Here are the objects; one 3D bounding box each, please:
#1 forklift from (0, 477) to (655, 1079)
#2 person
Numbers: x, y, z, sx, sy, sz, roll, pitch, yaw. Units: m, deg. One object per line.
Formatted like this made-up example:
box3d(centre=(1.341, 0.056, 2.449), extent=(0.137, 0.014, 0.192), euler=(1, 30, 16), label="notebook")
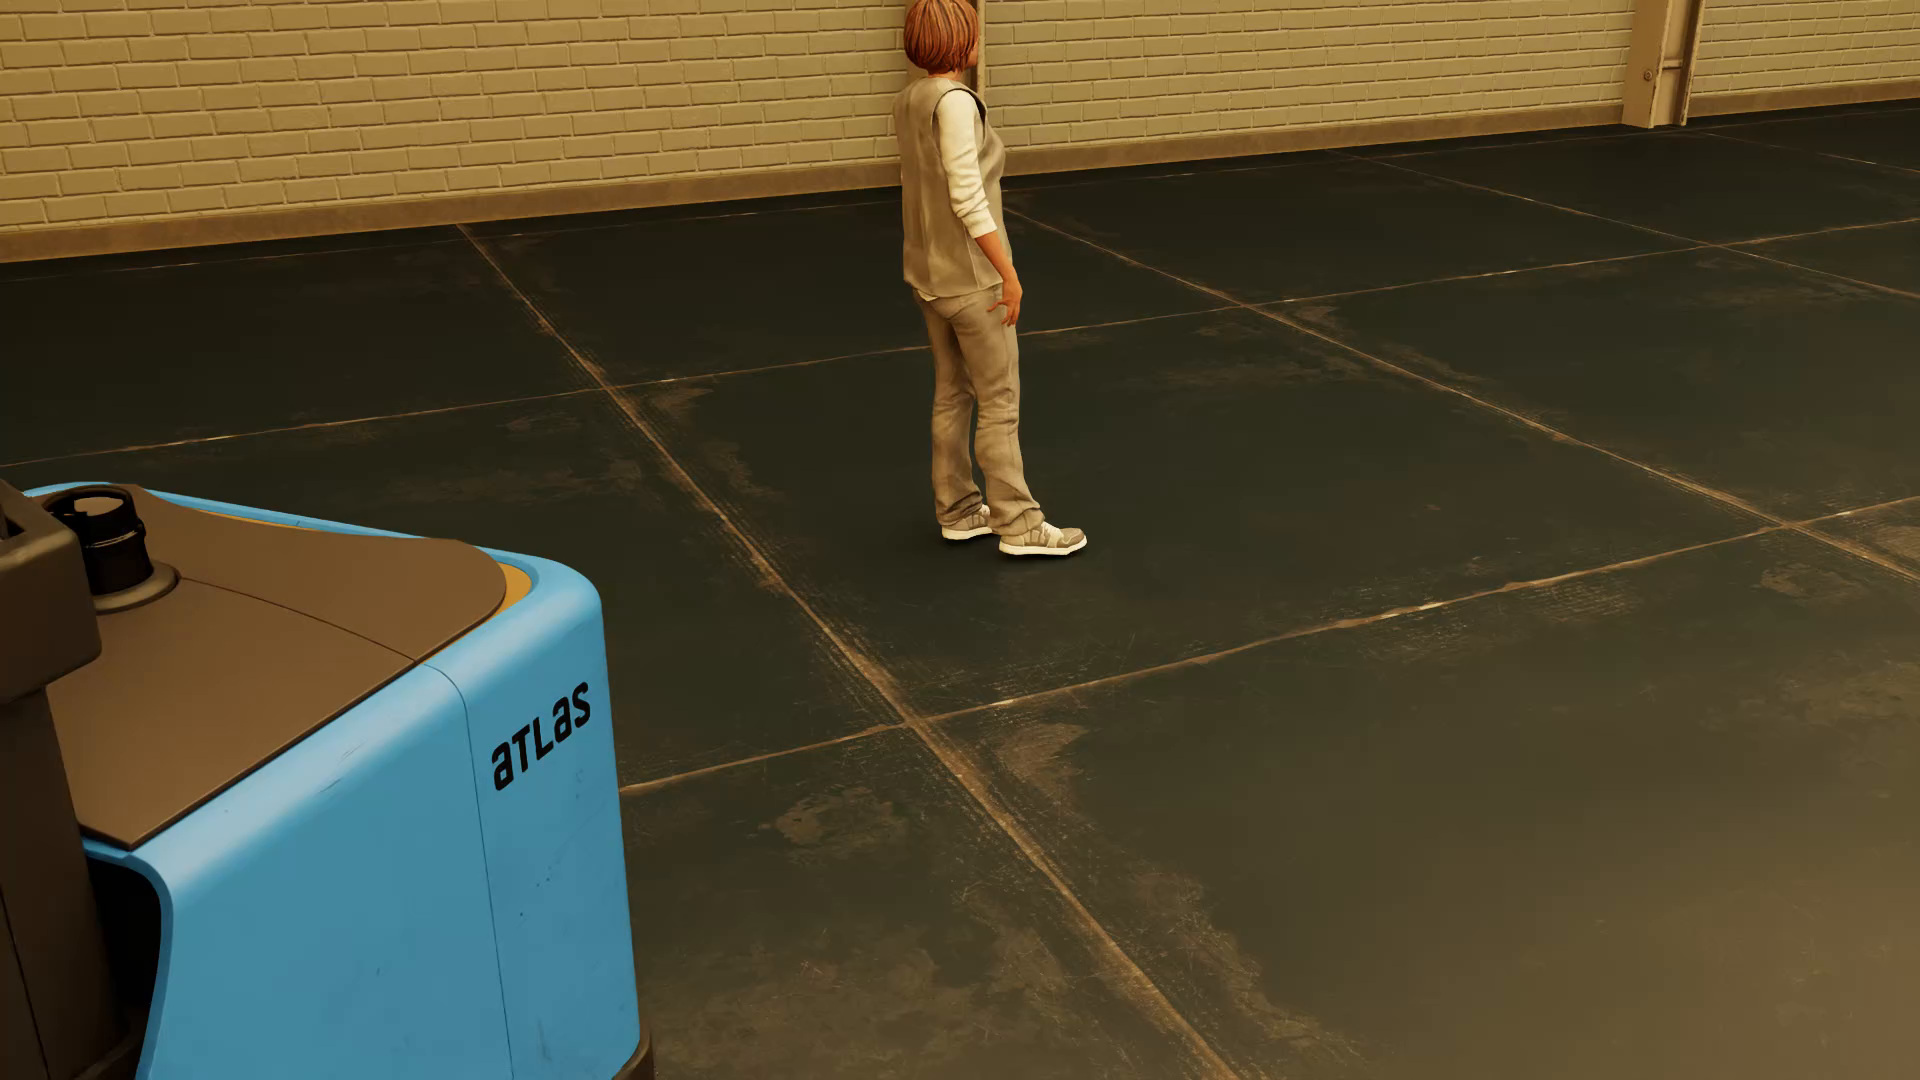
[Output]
box3d(centre=(-1.481, 0.127, 0.981), extent=(1.130, 2.935, 3.031), euler=(9, 24, 20), label="forklift")
box3d(centre=(0.073, -0.751, 4.816), extent=(0.473, 1.599, 0.521), euler=(-10, 25, -23), label="person")
